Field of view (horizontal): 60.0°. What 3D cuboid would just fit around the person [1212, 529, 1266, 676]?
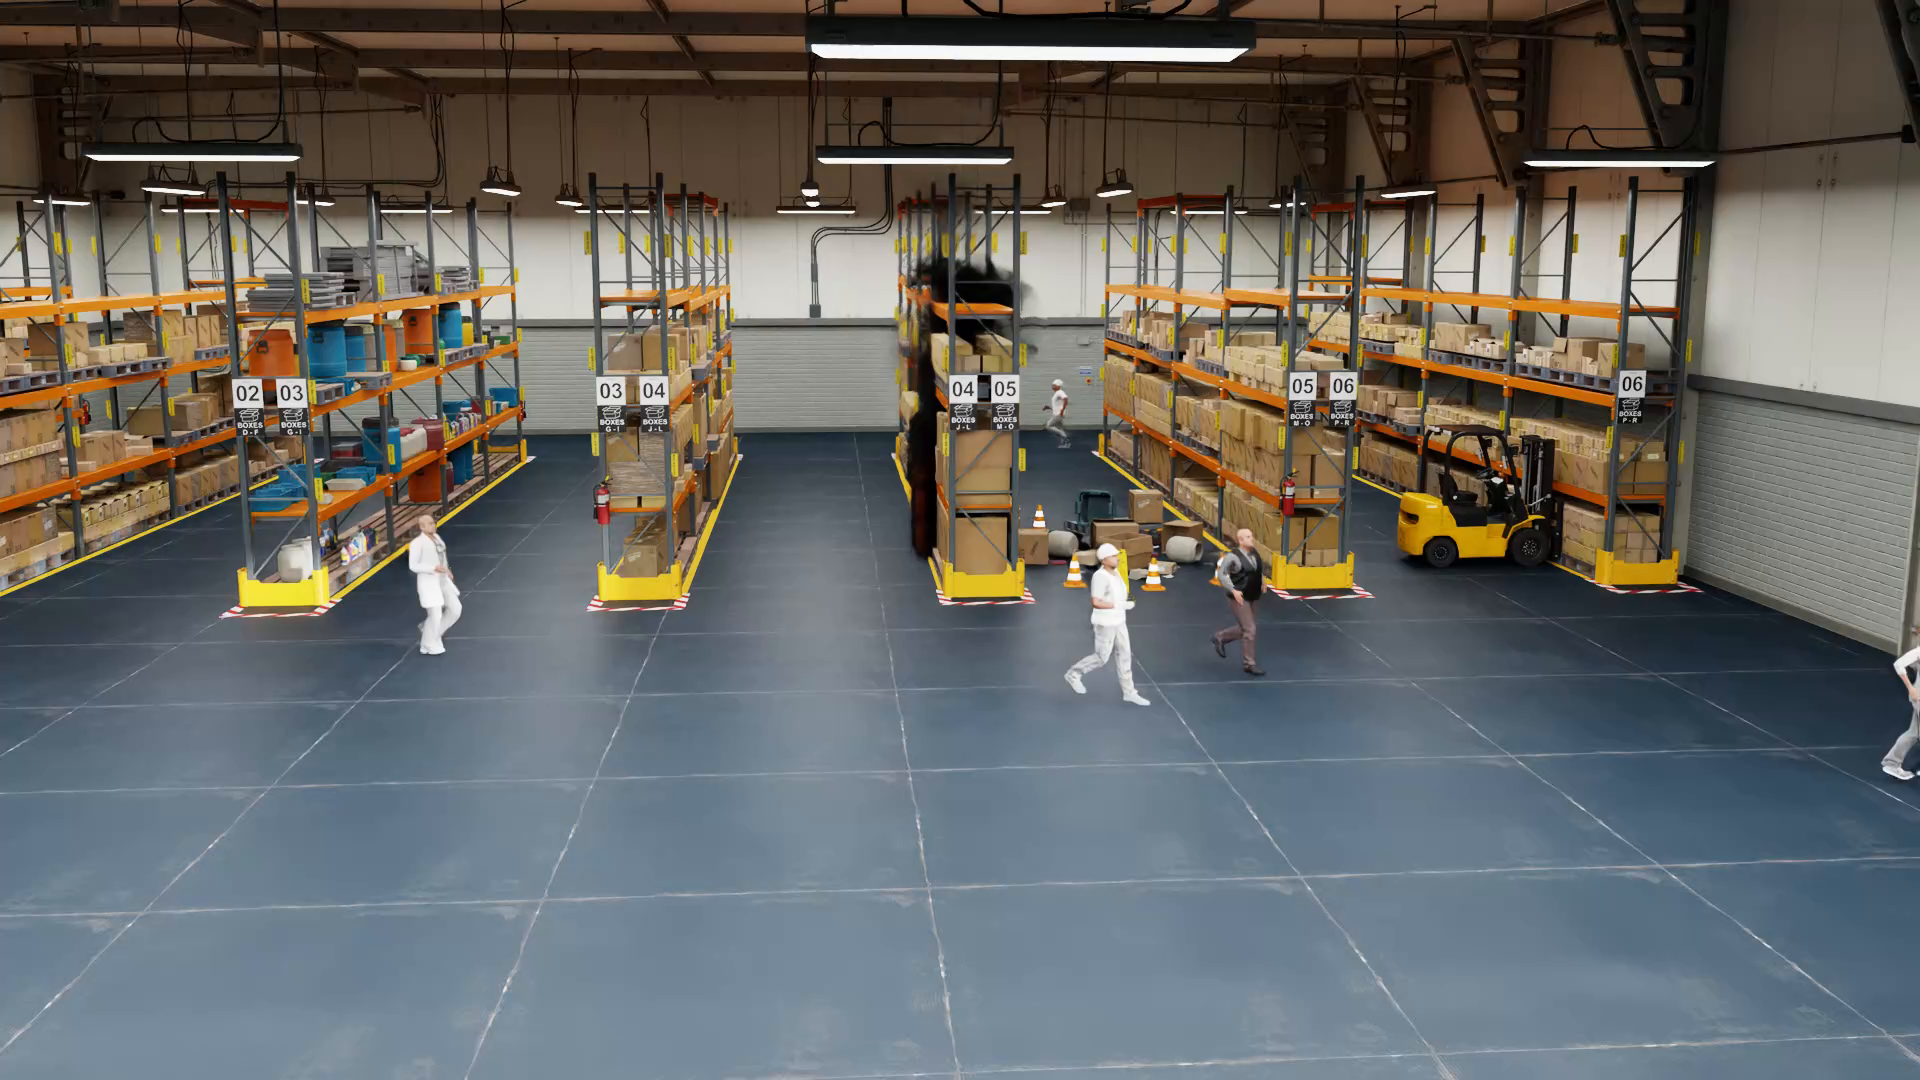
[{"bbox_3d":[3.323,0.702,19.712,0.658,1.717,0.840,-9,13,-41],"label":"person"}]

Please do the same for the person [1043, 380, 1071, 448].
[{"bbox_3d":[2.404,-3.130,41.438,0.695,1.715,0.731,1,10,4],"label":"person"}]

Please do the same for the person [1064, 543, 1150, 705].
[{"bbox_3d":[1.622,0.917,18.263,0.984,1.781,0.684,5,11,27],"label":"person"}]

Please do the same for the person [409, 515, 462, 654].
[{"bbox_3d":[-6.430,0.555,20.499,0.636,1.738,0.698,5,11,24],"label":"person"}]

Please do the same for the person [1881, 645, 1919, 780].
[{"bbox_3d":[8.997,1.523,15.466,0.663,1.621,0.515,9,13,41],"label":"person"}]
